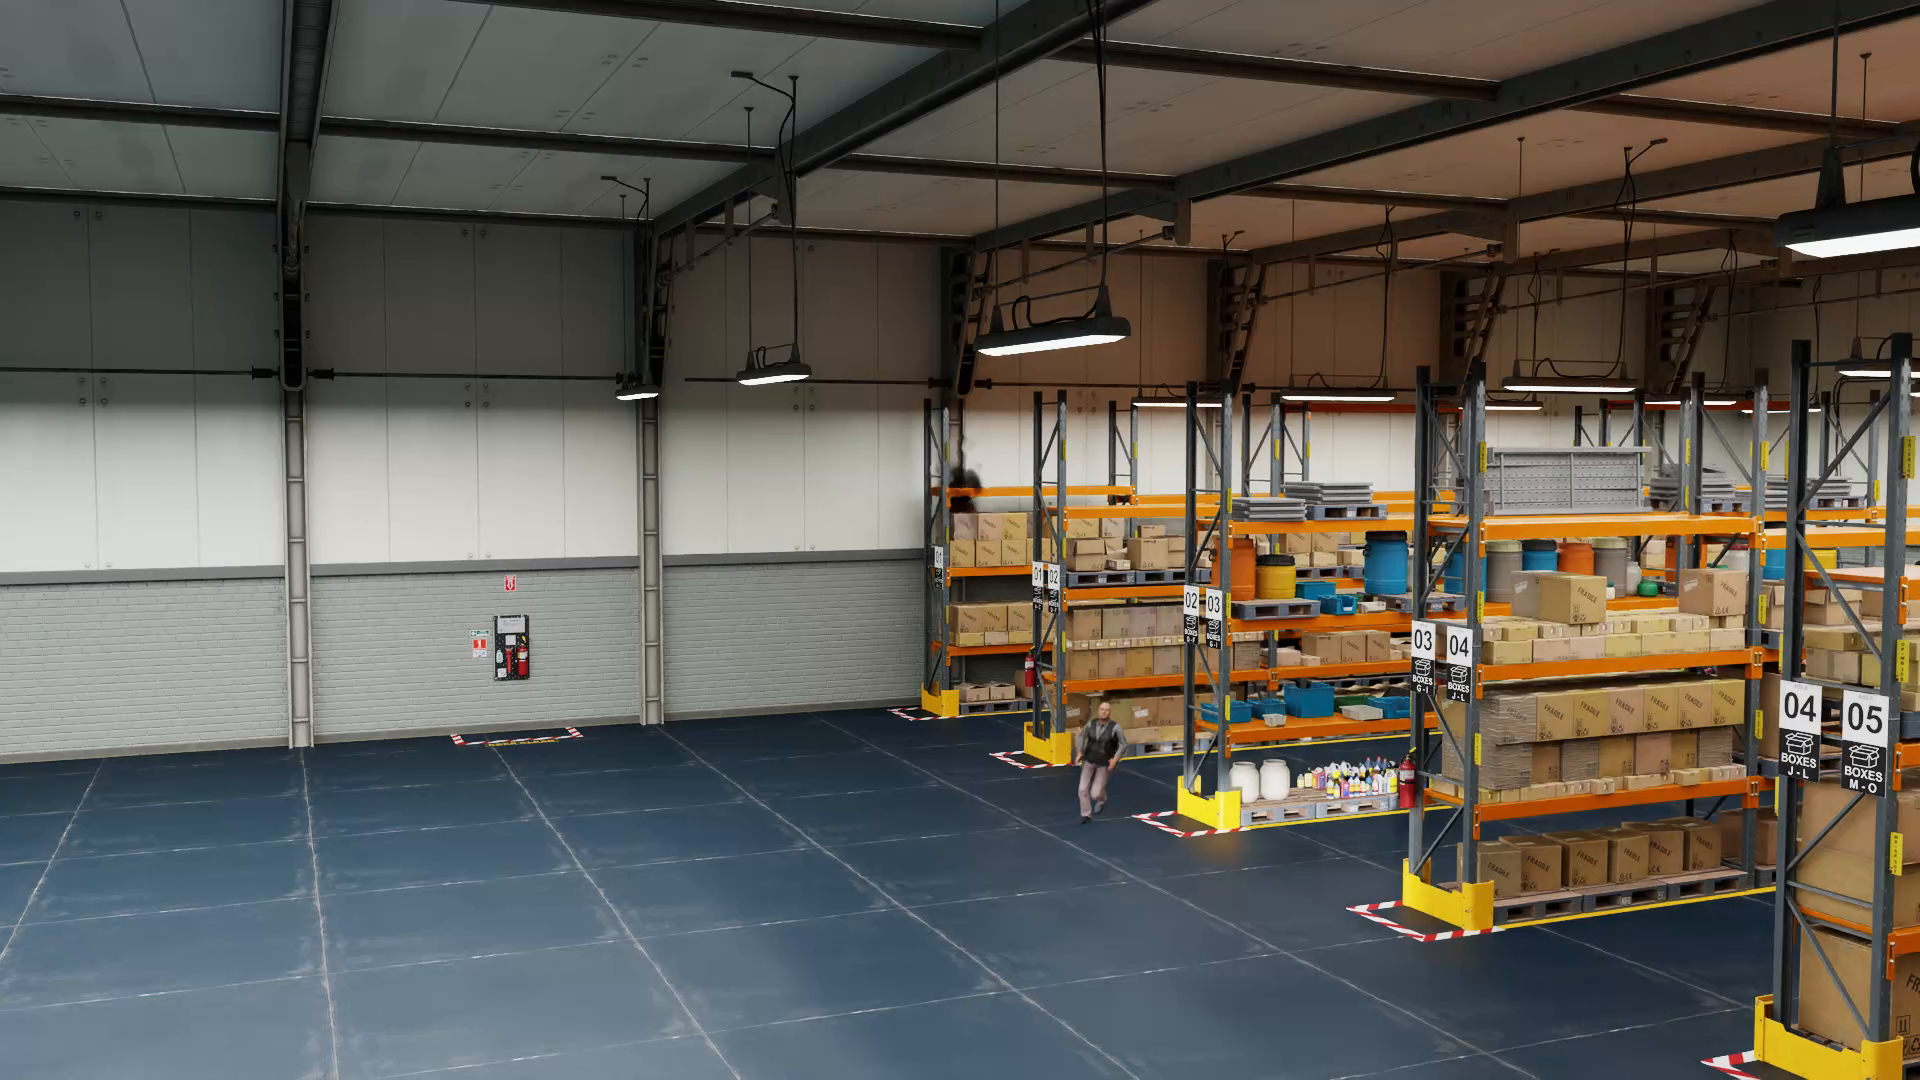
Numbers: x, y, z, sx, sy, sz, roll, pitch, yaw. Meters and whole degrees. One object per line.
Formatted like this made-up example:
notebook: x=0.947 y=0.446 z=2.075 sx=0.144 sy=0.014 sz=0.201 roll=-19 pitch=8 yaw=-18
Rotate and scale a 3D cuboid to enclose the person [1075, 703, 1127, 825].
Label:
person: x=1.906 y=3.025 z=22.504 sx=0.704 sy=1.675 sz=0.549 roll=2 pitch=4 yaw=27
